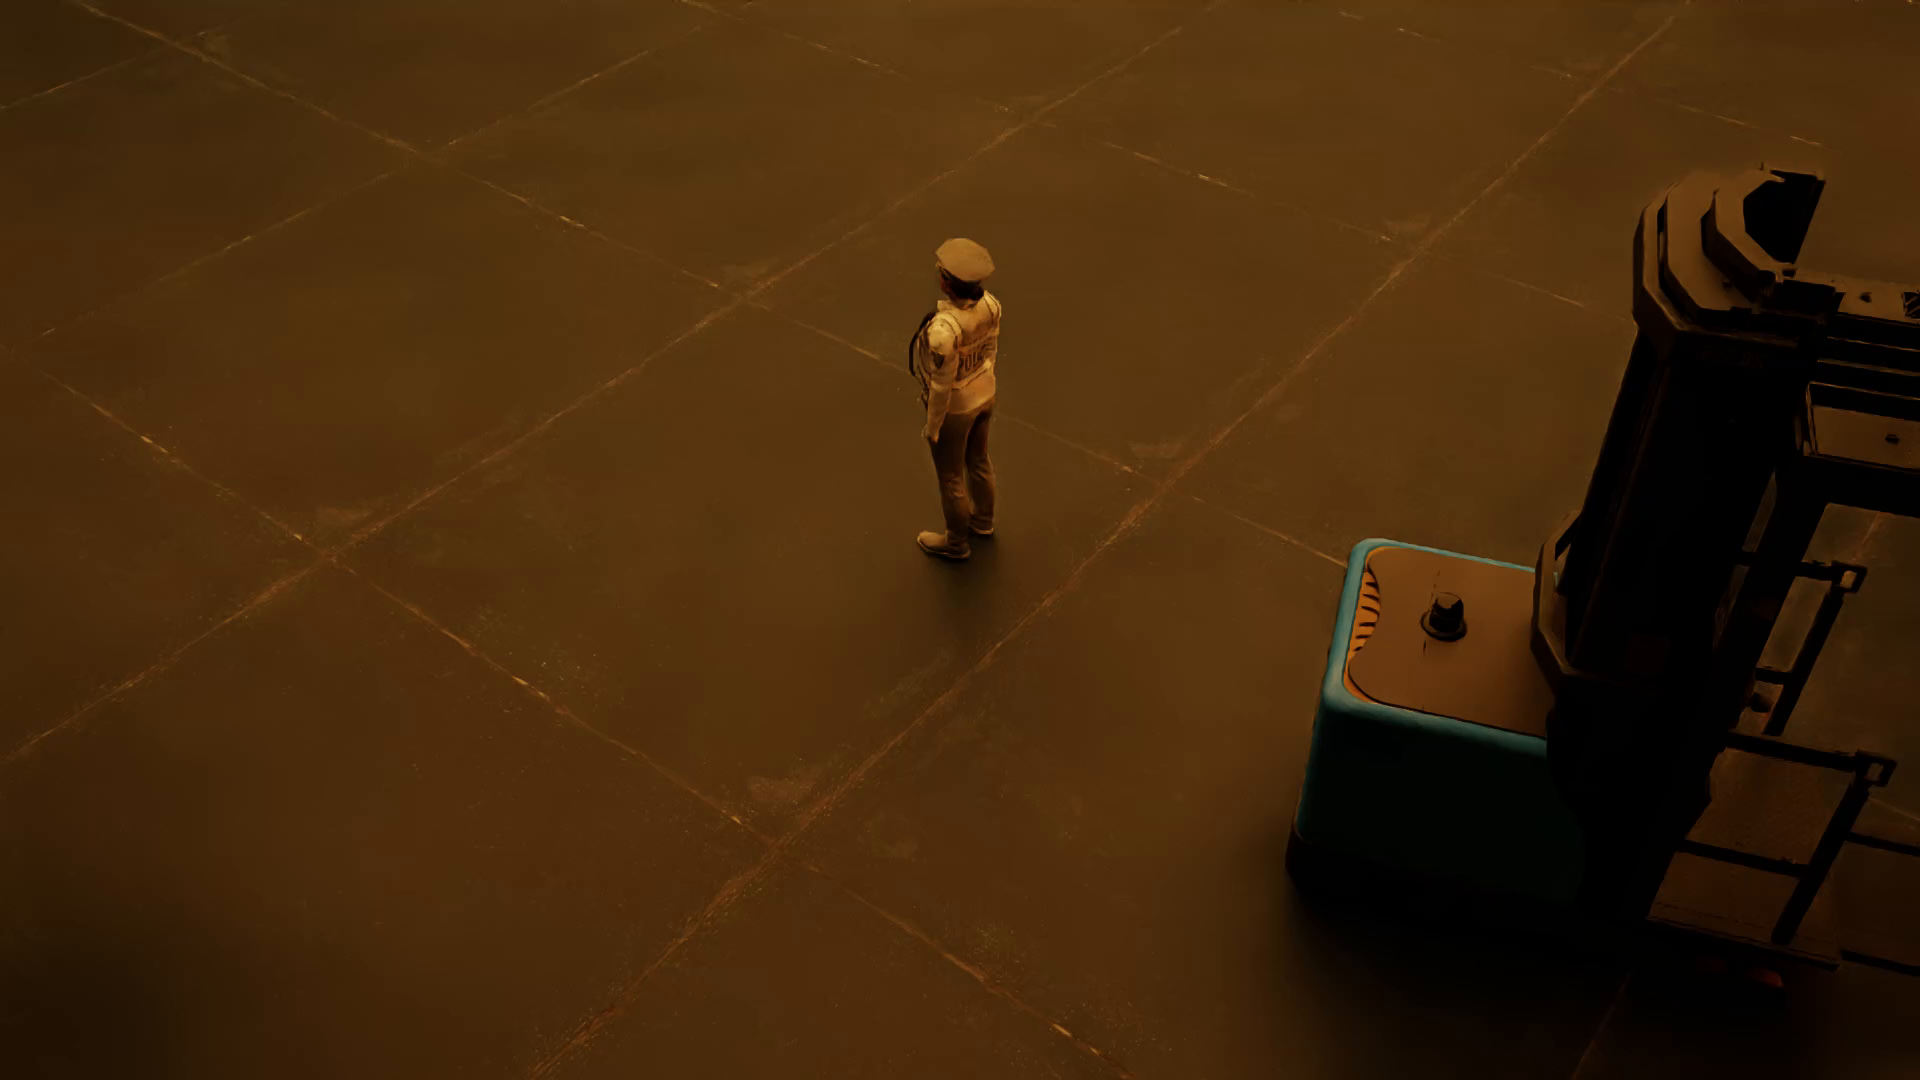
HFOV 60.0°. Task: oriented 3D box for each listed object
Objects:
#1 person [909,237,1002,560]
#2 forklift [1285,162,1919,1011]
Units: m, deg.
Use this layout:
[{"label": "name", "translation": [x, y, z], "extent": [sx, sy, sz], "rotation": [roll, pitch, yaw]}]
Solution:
[{"label": "person", "translation": [-0.013, -0.647, 7.792], "extent": [0.337, 1.692, 0.463], "rotation": [26, 47, 28]}, {"label": "forklift", "translation": [2.884, 0.262, 5.767], "extent": [3.031, 2.935, 1.130], "rotation": [12, 42, 13]}]
